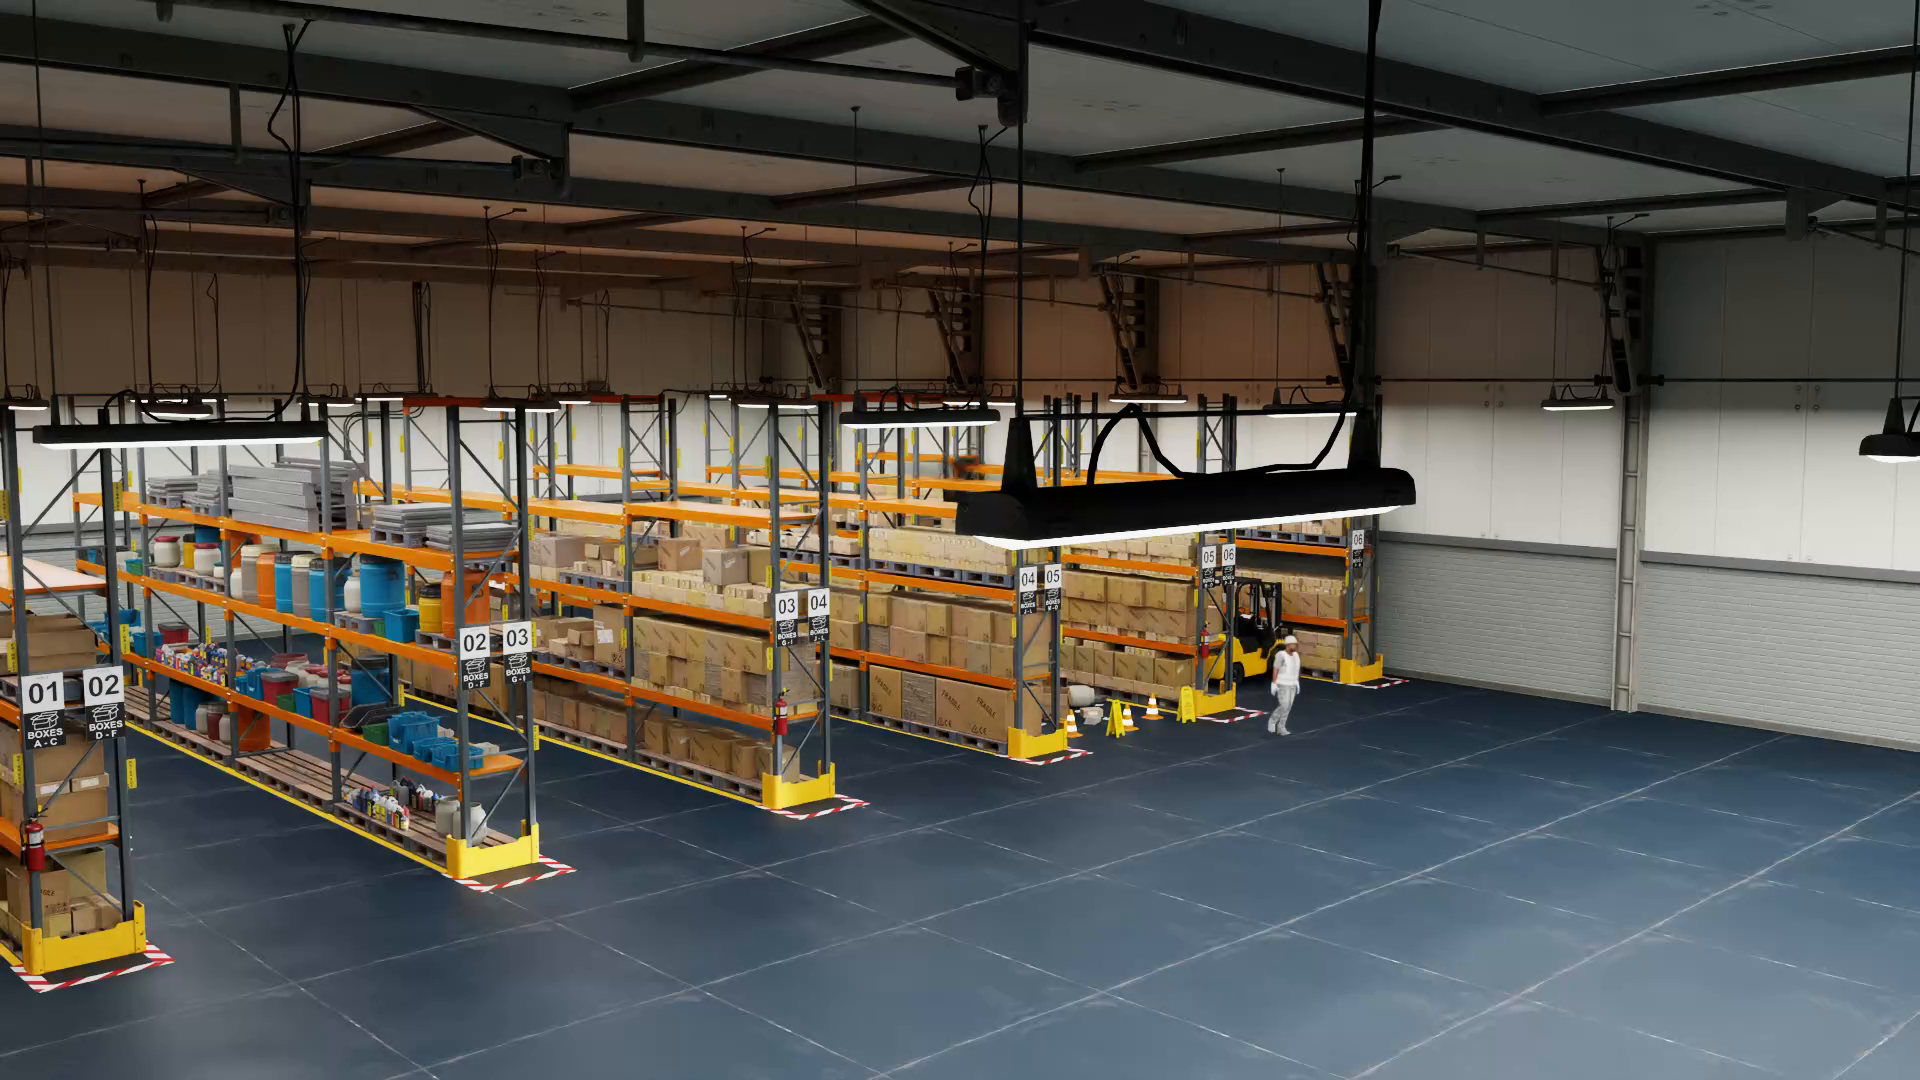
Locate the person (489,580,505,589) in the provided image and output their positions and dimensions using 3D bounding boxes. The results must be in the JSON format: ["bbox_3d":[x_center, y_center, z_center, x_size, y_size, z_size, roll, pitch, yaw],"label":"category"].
[{"bbox_3d":[-11.113,1.590,40.013,0.685,1.788,0.717,-1,6,-15],"label":"person"}]

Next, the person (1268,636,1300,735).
[{"bbox_3d":[5.770,2.579,29.603,0.623,1.775,0.463,-5,8,-43],"label":"person"}]
